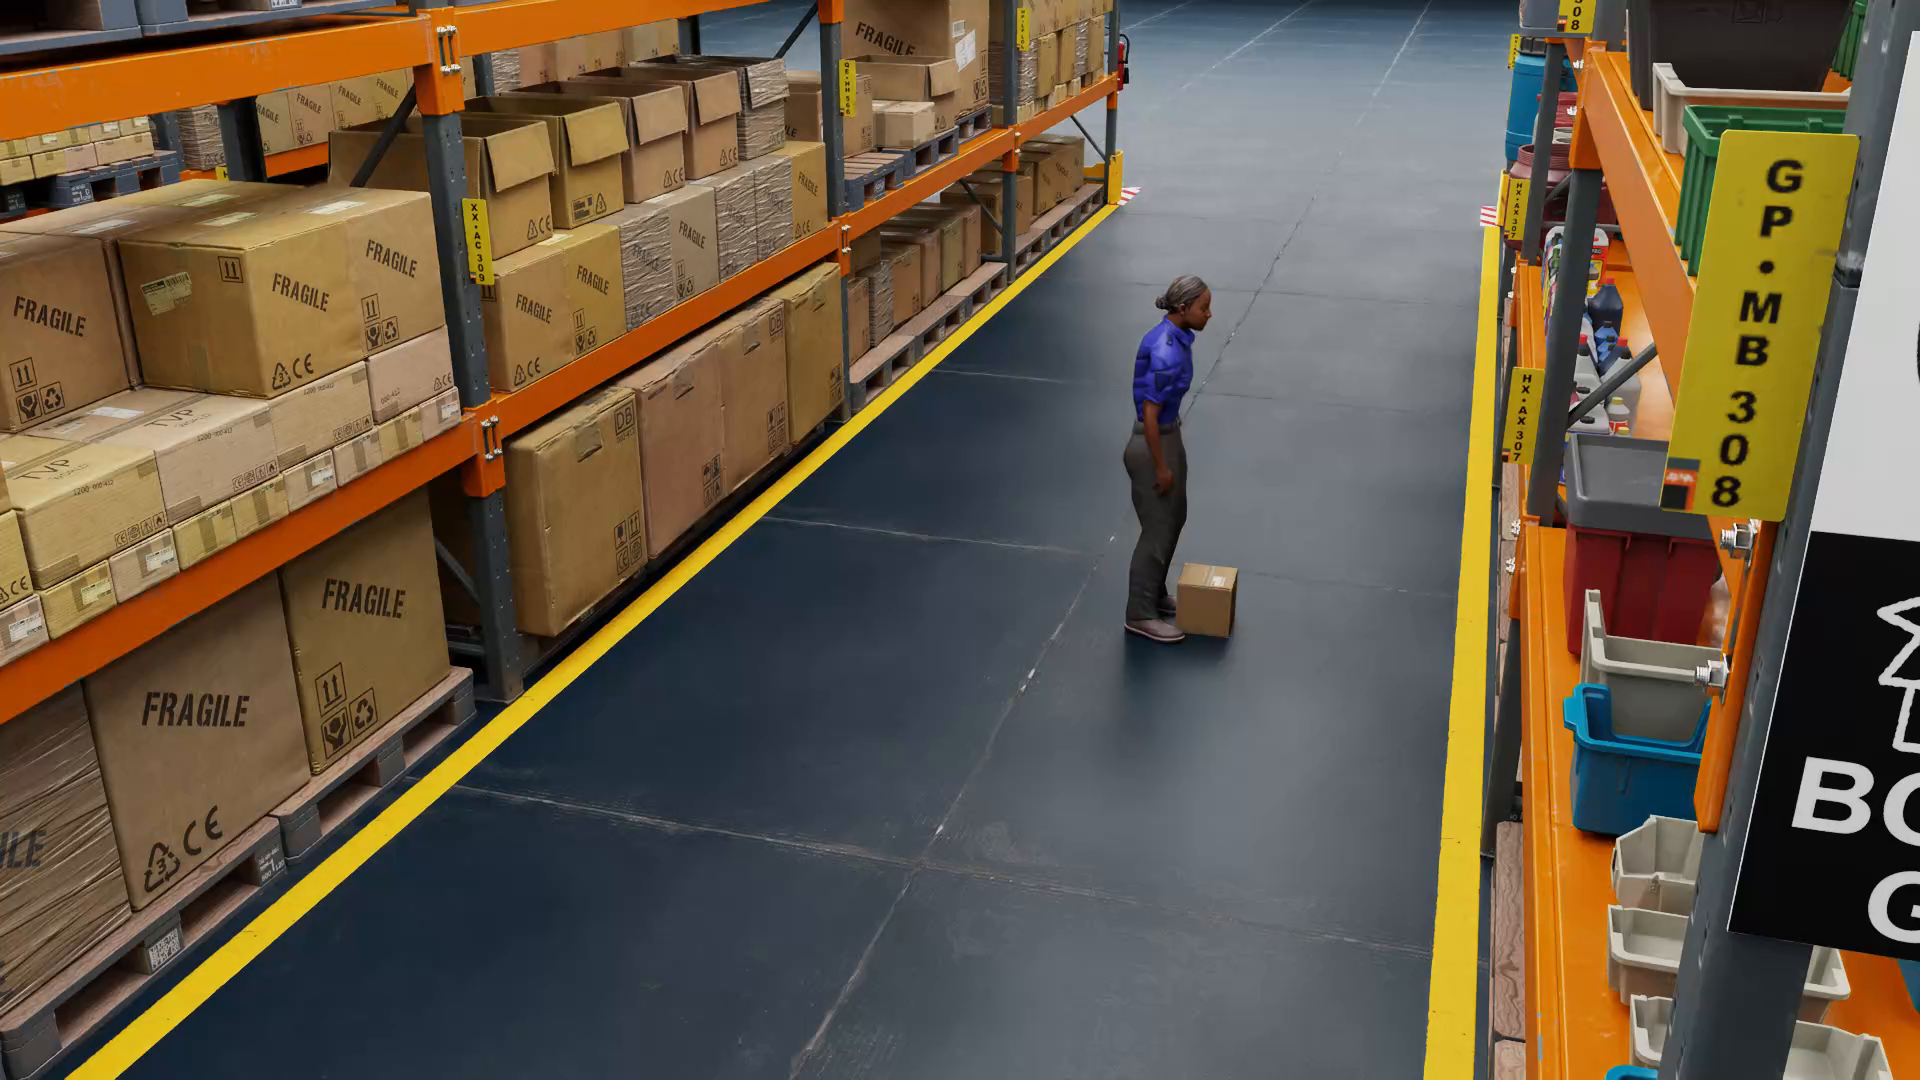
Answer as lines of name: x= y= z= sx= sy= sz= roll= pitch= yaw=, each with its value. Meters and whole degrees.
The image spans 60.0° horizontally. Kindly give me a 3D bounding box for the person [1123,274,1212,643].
person: x=0.930 y=-0.391 z=7.559 sx=0.352 sy=1.654 sz=0.518 roll=6 pitch=23 yaw=15
